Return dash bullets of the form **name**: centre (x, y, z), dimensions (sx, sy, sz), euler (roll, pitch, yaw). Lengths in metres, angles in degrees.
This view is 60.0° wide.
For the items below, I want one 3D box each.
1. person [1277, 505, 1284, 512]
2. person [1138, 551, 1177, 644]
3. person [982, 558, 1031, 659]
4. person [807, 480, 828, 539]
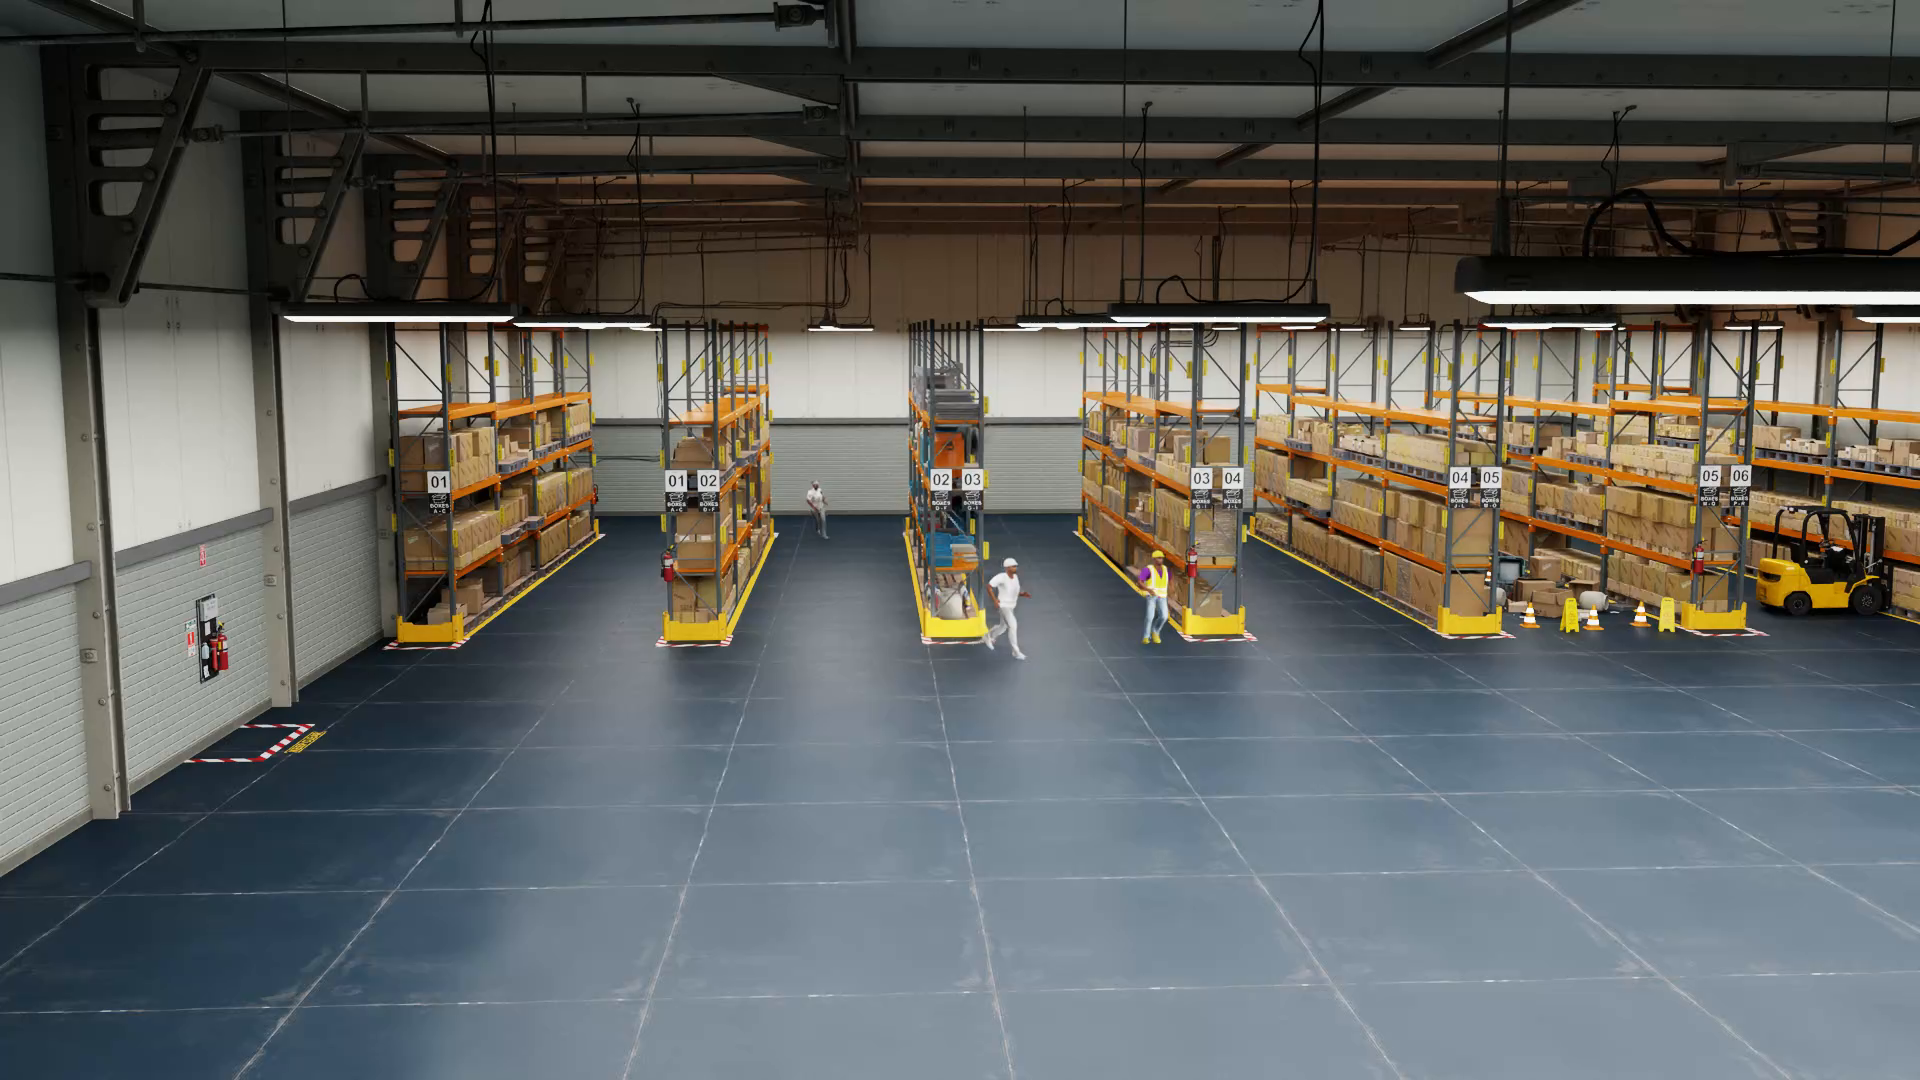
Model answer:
- **person**: centre (9.549, -1.187, 49.004), dimensions (0.601, 1.716, 0.674), euler (5, 9, 36)
- **person**: centre (3.668, 1.068, 30.852), dimensions (0.767, 1.734, 0.559), euler (-2, 7, -15)
- **person**: centre (0.807, 1.196, 29.638), dimensions (0.962, 1.766, 0.659), euler (4, 8, 31)
- **person**: centre (-4.068, -0.864, 46.916), dimensions (0.629, 1.711, 0.816), euler (-4, 8, -27)
